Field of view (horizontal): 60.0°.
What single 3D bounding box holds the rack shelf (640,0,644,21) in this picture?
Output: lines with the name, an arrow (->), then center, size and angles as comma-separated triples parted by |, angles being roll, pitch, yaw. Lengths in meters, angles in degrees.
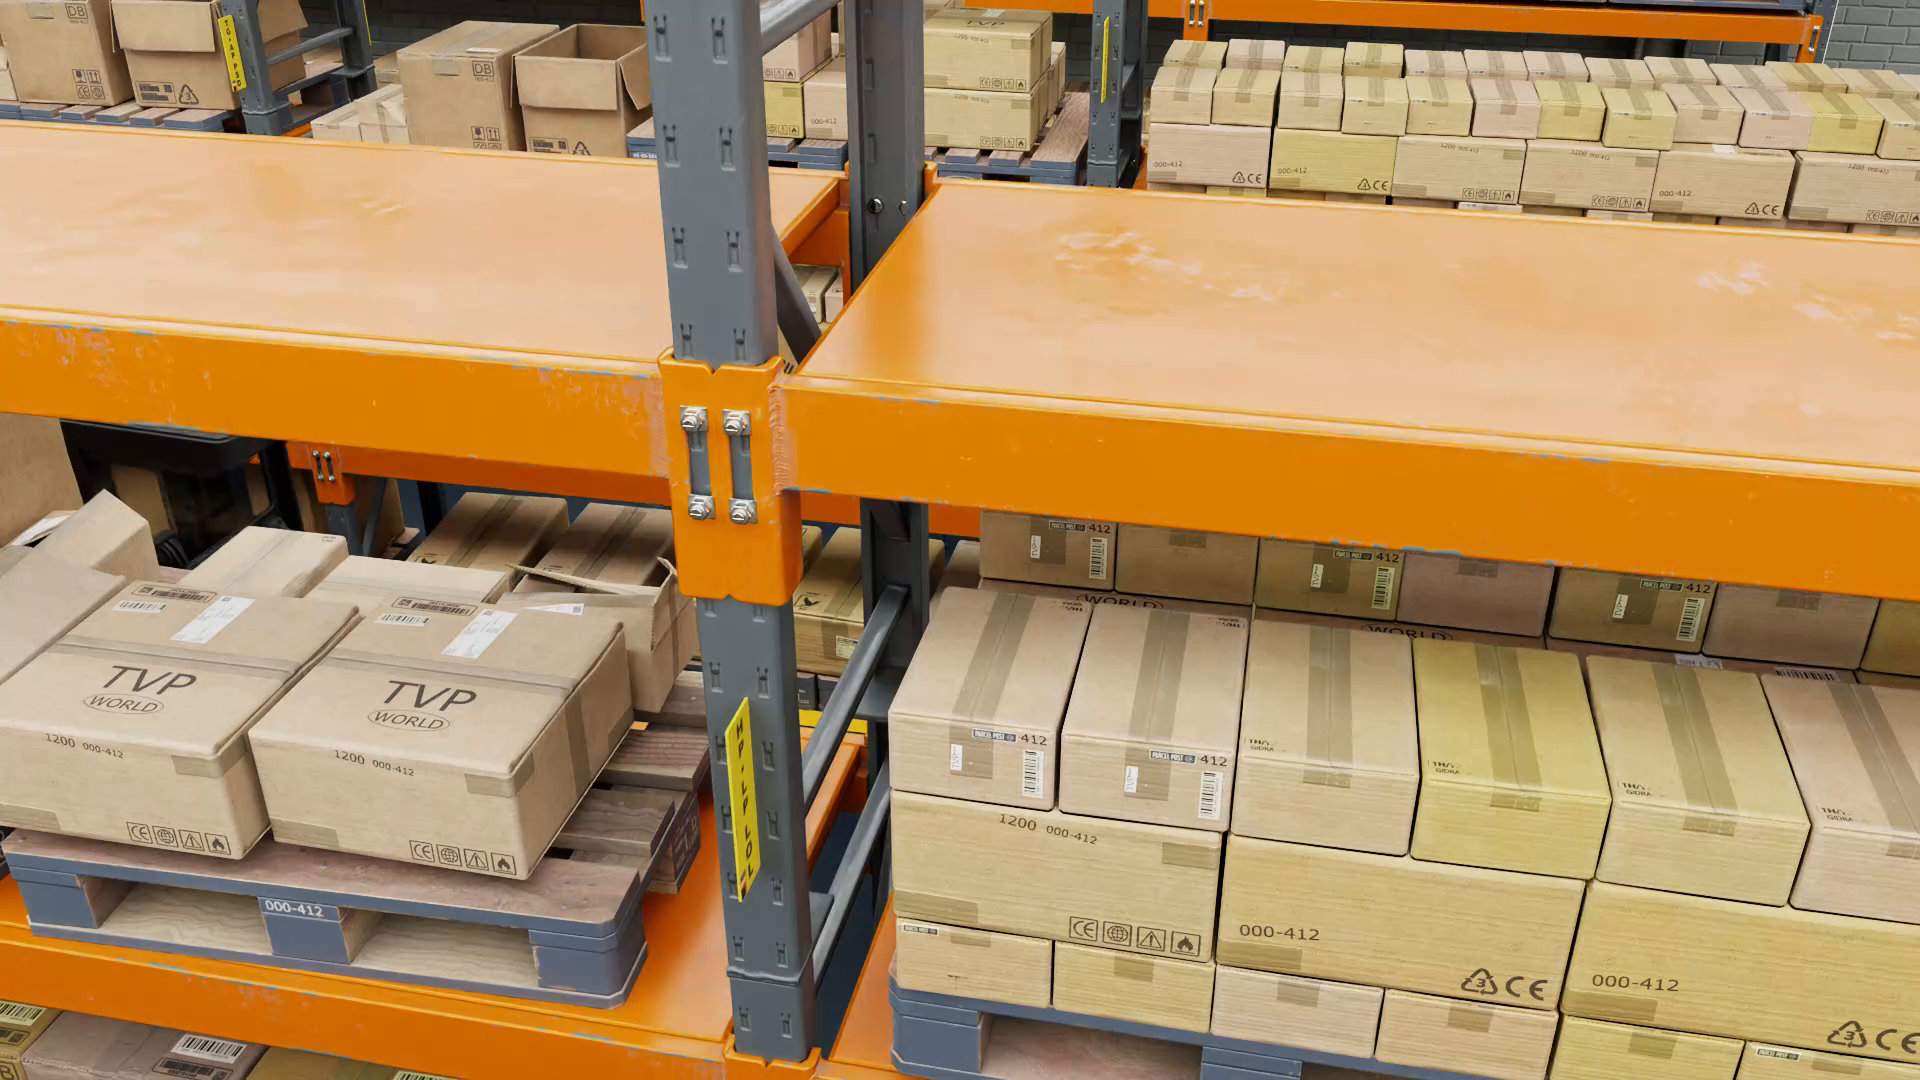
rack shelf -> -4.129, -4.442, 13.027 | 4.000, 0.370, 1.077 | 6, 29, 11

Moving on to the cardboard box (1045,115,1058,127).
cardboard box -> 0.589, -3.129, 12.224 | 0.250, 0.149, 0.380 | 5, 29, 9

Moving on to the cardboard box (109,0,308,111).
cardboard box -> -3.606, -2.422, 8.043 | 0.637, 0.503, 0.797 | 4, 29, 7

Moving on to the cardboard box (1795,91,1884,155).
cardboard box -> 3.490, -1.668, 6.643 | 0.250, 0.149, 0.380 | 6, 29, 11

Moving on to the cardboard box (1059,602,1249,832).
cardboard box -> 0.306, 0.264, 2.572 | 0.250, 0.149, 0.380 | 6, 29, 10

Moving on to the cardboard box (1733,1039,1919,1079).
cardboard box -> 1.302, 0.716, 2.577 | 0.250, 0.149, 0.380 | 6, 29, 11

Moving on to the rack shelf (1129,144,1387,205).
rack shelf -> 2.662, -1.308, 7.303 | 4.000, 0.370, 1.077 | 6, 29, 11

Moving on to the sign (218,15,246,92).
sign -> -3.330, -2.227, 7.611 | 0.005, 0.325, 0.100 | 6, 29, 11

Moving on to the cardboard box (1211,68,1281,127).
cardboard box -> 1.206, -1.866, 7.005 | 0.250, 0.149, 0.380 | 7, 29, 12

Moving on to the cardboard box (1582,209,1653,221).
cardboard box -> 2.699, -1.350, 6.893 | 0.250, 0.149, 0.380 | 6, 29, 10

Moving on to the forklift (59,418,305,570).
forklift -> -2.876, 0.248, 6.906 | 3.031, 2.935, 1.130 | 8, 30, 14

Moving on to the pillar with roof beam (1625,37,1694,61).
pillar with roof beam -> 4.259, -3.541, 7.510 | 0.400, 9.000, 9.100 | 6, 29, 11

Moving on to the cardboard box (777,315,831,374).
cardboard box -> -0.782, -0.909, 8.098 | 0.500, 0.500, 0.500 | 7, 29, 12

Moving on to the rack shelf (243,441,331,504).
rack shelf -> -5.162, -0.794, 9.489 | 4.000, 0.370, 1.077 | 6, 29, 11

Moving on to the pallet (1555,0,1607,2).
pallet -> 3.768, -3.920, 11.417 | 1.213, 0.211, 1.003 | 6, 29, 11

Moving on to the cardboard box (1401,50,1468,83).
cardboard box -> 2.084, -2.037, 7.317 | 0.250, 0.149, 0.380 | 5, 29, 10

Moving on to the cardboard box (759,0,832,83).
cardboard box -> -0.890, -2.252, 7.476 | 0.500, 0.250, 0.500 | 6, 29, 11

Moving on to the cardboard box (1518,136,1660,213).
cardboard box -> 2.567, -1.563, 6.866 | 0.500, 0.250, 0.500 | 6, 29, 11

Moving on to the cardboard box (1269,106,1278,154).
cardboard box -> 1.196, -1.971, 7.611 | 0.500, 0.250, 0.500 | 6, 29, 10

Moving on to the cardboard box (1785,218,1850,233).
cardboard box -> 3.474, -1.326, 6.848 | 0.250, 0.149, 0.380 | 6, 29, 11

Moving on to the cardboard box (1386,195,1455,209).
cardboard box -> 1.965, -1.466, 7.104 | 0.250, 0.149, 0.380 | 5, 29, 9

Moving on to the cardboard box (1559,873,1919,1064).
cardboard box -> 1.178, 0.499, 2.559 | 0.500, 0.250, 0.500 | 6, 29, 10

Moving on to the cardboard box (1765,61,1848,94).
cardboard box -> 3.601, -1.926, 7.114 | 0.250, 0.149, 0.380 | 6, 29, 10

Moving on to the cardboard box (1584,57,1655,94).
cardboard box -> 2.831, -1.961, 7.178 | 0.250, 0.149, 0.380 | 6, 29, 12

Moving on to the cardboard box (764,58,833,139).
cardboard box -> -0.888, -2.038, 7.606 | 0.500, 0.250, 0.500 | 6, 29, 11

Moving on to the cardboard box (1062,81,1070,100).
cardboard box -> 0.690, -3.397, 12.714 | 0.250, 0.149, 0.380 | 6, 29, 10

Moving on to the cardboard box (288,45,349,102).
cardboard box -> -5.152, -3.664, 13.440 | 0.500, 0.500, 0.700 | 6, 29, 11

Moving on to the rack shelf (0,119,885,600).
rack shelf -> -2.185, -0.514, 3.147 | 4.000, 0.370, 1.077 | 6, 29, 11

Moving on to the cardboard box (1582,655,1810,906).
cardboard box -> 1.054, 0.341, 2.432 | 0.250, 0.149, 0.380 | 6, 29, 11

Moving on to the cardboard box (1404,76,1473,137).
cardboard box -> 1.967, -1.796, 6.876 | 0.250, 0.149, 0.380 | 5, 29, 9

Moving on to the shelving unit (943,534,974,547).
shelving unit -> 0.014, -0.525, 10.121 | 0.189, 1.200, 0.258 | 6, 29, 11

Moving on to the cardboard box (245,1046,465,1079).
cardboard box -> -1.219, 1.246, 3.866 | 0.500, 0.500, 0.700 | 5, 29, 10

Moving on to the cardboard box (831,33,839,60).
cardboard box -> -0.775, -2.280, 8.048 | 0.500, 0.250, 0.500 | 6, 29, 10

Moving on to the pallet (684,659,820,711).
pallet -> -1.253, 0.516, 9.249 | 1.213, 0.211, 1.003 | 6, 29, 11

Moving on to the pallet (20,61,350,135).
pallet -> -3.847, -2.182, 8.347 | 1.003, 0.211, 1.213 | 7, 30, 13

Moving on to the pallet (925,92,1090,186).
pallet -> 0.124, -1.854, 7.746 | 1.003, 0.211, 1.213 | 6, 29, 11

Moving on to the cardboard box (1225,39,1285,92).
cardboard box -> 1.332, -2.144, 7.513 | 0.250, 0.149, 0.380 | 5, 29, 9

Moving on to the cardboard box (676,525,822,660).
cardboard box -> -1.192, 0.269, 9.096 | 0.625, 0.372, 0.950 | 7, 29, 12

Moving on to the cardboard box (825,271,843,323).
cardboard box -> -0.469, -1.155, 7.871 | 0.250, 0.149, 0.380 | 5, 29, 9

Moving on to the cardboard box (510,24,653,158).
cardboard box -> -1.708, -2.131, 7.949 | 0.637, 0.503, 0.797 | 6, 29, 11

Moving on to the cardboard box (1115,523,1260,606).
cardboard box -> 0.443, -0.044, 3.136 | 0.250, 0.149, 0.380 | 6, 29, 10

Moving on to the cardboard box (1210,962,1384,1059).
cardboard box -> 0.553, 0.640, 2.716 | 0.250, 0.149, 0.380 | 6, 29, 10

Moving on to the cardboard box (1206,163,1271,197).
cardboard box -> 1.203, -1.514, 7.191 | 0.250, 0.149, 0.380 | 6, 29, 11

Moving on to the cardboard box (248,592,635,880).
cardboard box -> -0.953, 0.353, 3.135 | 0.500, 0.250, 0.500 | 6, 29, 11

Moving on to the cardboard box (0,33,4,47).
cardboard box -> -4.990, -2.494, 8.178 | 0.500, 0.500, 0.500 | 6, 29, 11

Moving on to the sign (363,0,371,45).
sign -> -3.091, -2.706, 8.570 | 0.005, 0.325, 0.100 | 6, 29, 11

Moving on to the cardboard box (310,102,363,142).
cardboard box -> -2.933, -2.003, 8.086 | 0.250, 0.149, 0.380 | 6, 29, 11

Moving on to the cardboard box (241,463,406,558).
cardboard box -> -3.864, -0.270, 9.557 | 0.875, 0.875, 0.875 | 6, 29, 10

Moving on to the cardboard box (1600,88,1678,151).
cardboard box -> 2.719, -1.696, 6.693 | 0.250, 0.149, 0.380 | 7, 29, 12

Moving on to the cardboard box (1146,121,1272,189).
cardboard box -> 1.079, -1.716, 7.146 | 0.500, 0.250, 0.500 | 5, 29, 9

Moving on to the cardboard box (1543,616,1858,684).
cardboard box -> 1.289, 0.249, 3.015 | 0.500, 0.250, 0.500 | 6, 29, 10

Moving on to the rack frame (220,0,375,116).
rack frame -> -3.206, -3.541, 7.509 | 0.127, 3.000, 1.000 | 6, 29, 11

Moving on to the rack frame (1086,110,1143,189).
rack frame -> 0.706, -0.508, 8.217 | 0.127, 3.000, 1.000 | 6, 29, 11

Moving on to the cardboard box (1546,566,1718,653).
cardboard box -> 1.186, 0.031, 2.997 | 0.250, 0.149, 0.380 | 6, 29, 11

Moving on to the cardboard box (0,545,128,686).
cardboard box -> -1.989, 0.249, 3.261 | 0.500, 0.311, 0.500 | 5, 29, 9

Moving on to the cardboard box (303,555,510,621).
cardboard box -> -1.191, 0.172, 3.570 | 0.380, 0.149, 0.250 | 6, 29, 11

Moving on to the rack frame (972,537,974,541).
rack frame -> 0.104, -0.516, 10.105 | 0.006, 1.200, 0.240 | 6, 29, 11
